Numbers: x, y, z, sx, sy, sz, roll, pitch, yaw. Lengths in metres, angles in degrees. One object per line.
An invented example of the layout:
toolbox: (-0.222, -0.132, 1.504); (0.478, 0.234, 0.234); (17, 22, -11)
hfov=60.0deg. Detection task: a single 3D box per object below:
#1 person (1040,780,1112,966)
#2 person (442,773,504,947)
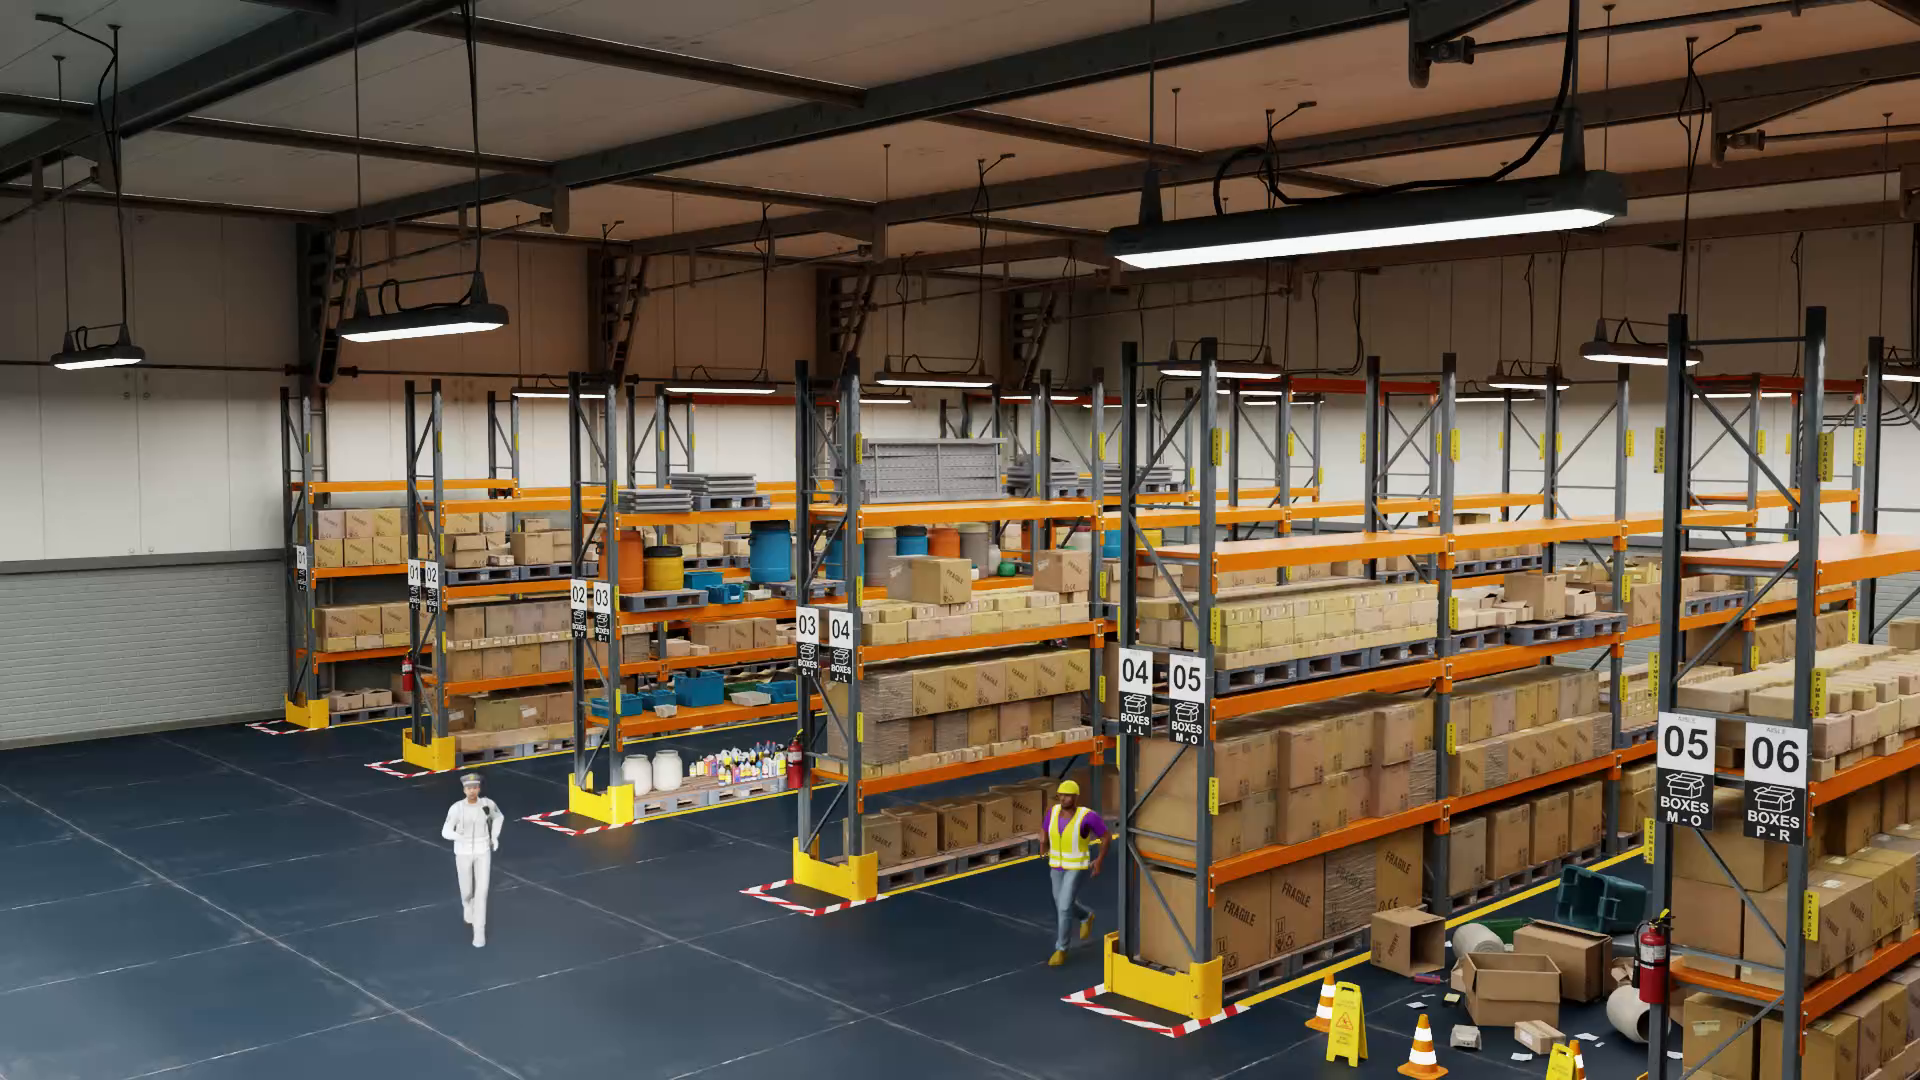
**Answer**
person: (1.096, 3.245, 16.475); (0.738, 1.761, 0.860); (3, 5, 38)
person: (-4.963, 3.209, 16.985); (0.613, 1.687, 0.924); (-1, 4, -18)
